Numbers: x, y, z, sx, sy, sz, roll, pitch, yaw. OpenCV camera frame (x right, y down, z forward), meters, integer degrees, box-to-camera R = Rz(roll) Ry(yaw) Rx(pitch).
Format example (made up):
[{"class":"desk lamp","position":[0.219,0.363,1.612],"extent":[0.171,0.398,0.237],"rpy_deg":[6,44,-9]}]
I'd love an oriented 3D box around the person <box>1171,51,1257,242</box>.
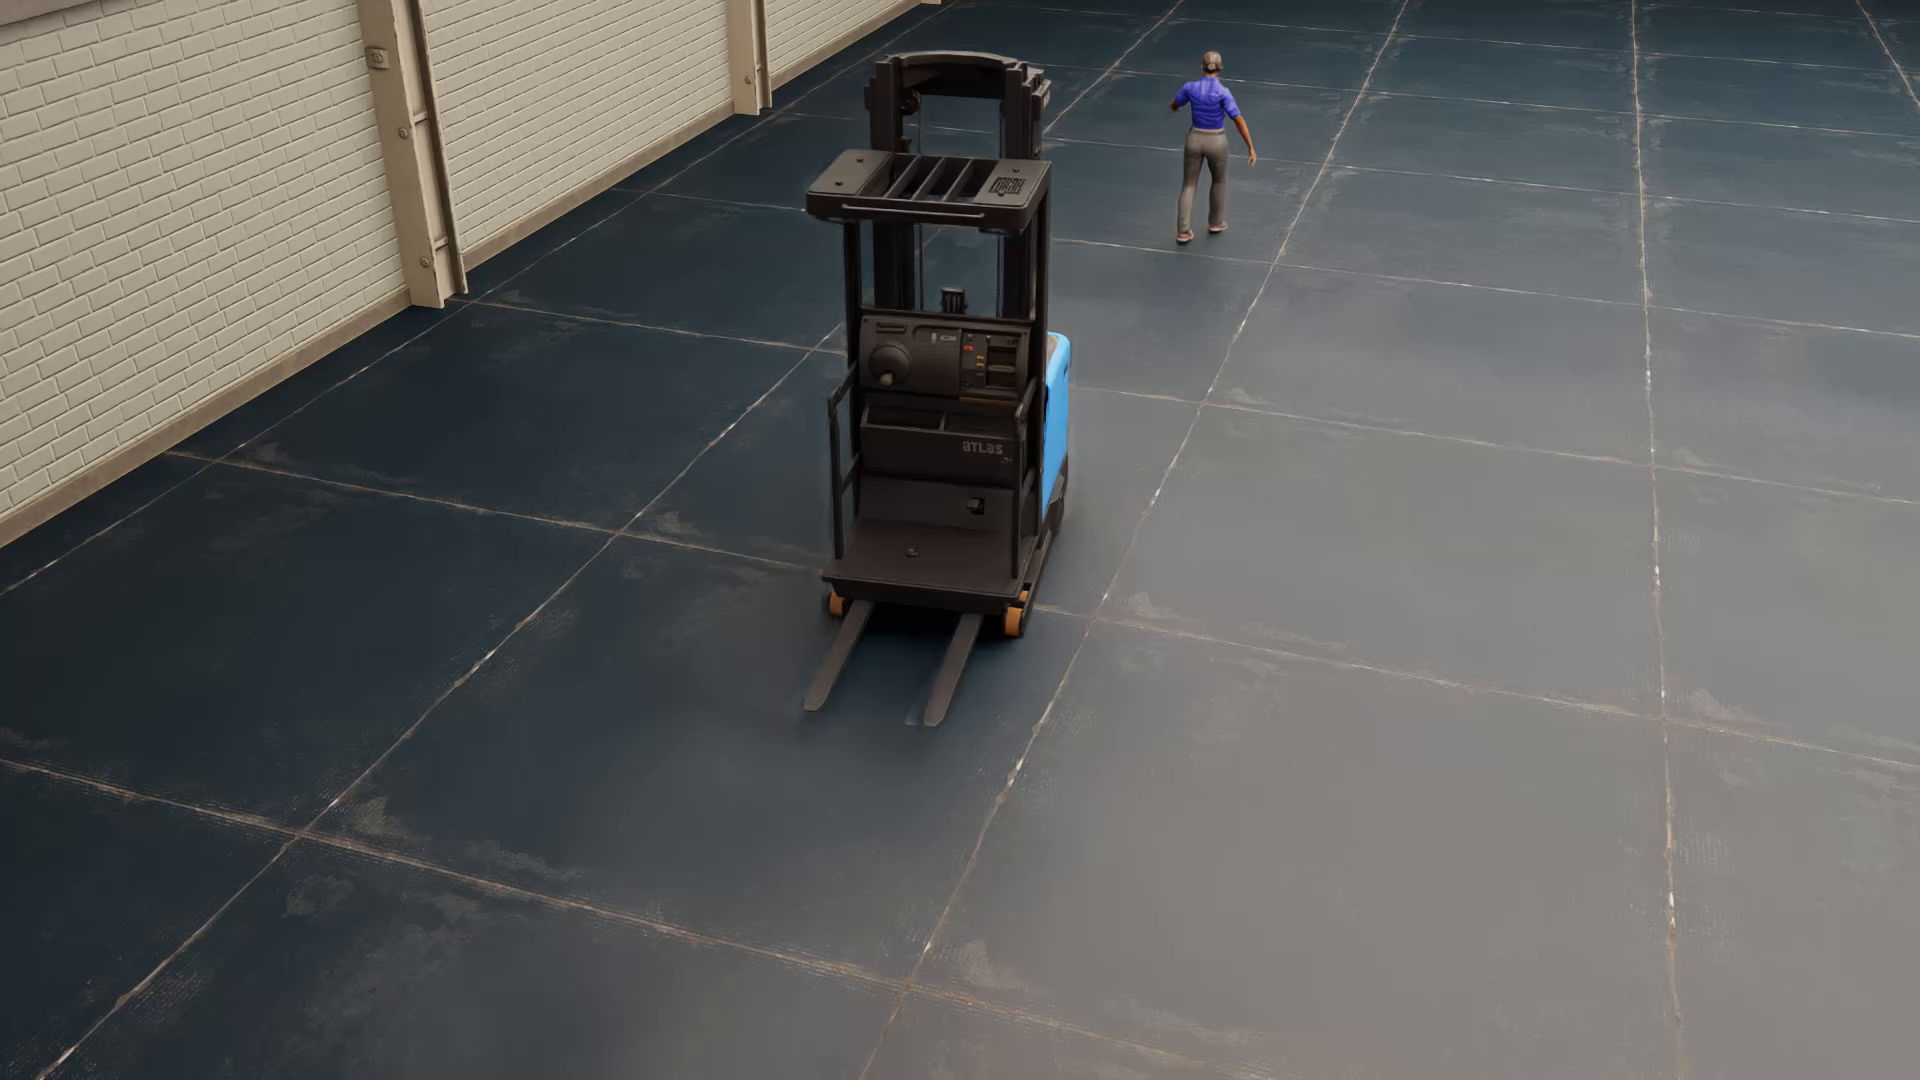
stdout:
[{"class":"person","position":[2.196,-3.440,14.507],"extent":[0.892,1.636,0.730],"rpy_deg":[12,32,20]}]

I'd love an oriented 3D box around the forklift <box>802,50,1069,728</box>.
[{"class":"forklift","position":[-0.129,-0.942,8.789],"extent":[1.130,2.935,3.031],"rpy_deg":[6,30,10]}]
